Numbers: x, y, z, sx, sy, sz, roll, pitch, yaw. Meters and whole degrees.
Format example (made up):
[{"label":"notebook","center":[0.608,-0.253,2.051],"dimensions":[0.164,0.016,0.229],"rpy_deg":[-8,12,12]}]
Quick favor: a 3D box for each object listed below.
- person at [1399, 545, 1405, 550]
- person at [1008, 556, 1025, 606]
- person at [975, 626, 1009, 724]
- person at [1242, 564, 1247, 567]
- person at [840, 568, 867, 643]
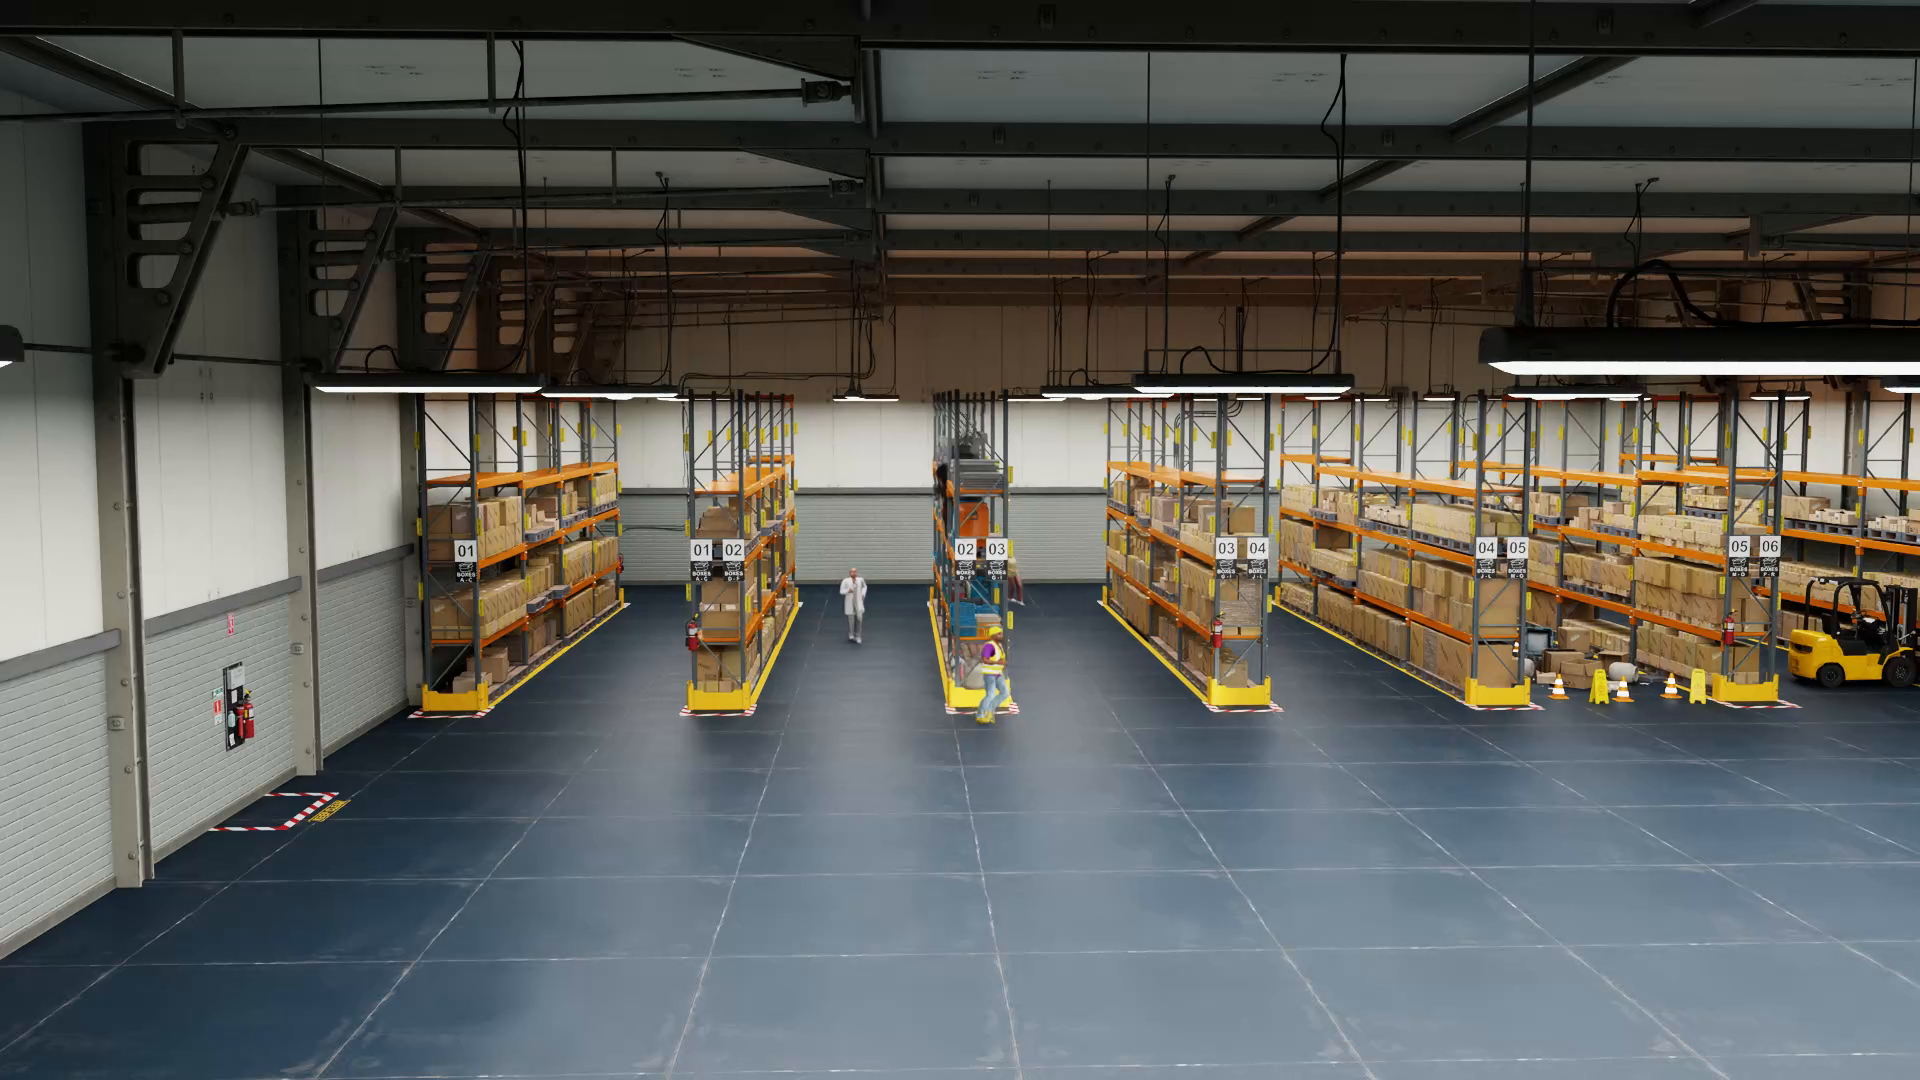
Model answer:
[{"label":"person","center":[13.066,0.930,49.291],"dimensions":[0.677,1.601,0.555],"rpy_deg":[0,5,1]},{"label":"person","center":[1.471,1.042,47.515],"dimensions":[0.613,1.672,0.744],"rpy_deg":[-4,6,-40]},{"label":"person","center":[0.643,2.427,29.873],"dimensions":[0.652,1.755,0.705],"rpy_deg":[3,5,30]},{"label":"person","center":[7.991,0.990,47.061],"dimensions":[0.659,1.821,0.865],"rpy_deg":[1,5,11]},{"label":"person","center":[-2.546,1.576,40.031],"dimensions":[0.685,1.826,0.750],"rpy_deg":[-1,5,-11]}]
